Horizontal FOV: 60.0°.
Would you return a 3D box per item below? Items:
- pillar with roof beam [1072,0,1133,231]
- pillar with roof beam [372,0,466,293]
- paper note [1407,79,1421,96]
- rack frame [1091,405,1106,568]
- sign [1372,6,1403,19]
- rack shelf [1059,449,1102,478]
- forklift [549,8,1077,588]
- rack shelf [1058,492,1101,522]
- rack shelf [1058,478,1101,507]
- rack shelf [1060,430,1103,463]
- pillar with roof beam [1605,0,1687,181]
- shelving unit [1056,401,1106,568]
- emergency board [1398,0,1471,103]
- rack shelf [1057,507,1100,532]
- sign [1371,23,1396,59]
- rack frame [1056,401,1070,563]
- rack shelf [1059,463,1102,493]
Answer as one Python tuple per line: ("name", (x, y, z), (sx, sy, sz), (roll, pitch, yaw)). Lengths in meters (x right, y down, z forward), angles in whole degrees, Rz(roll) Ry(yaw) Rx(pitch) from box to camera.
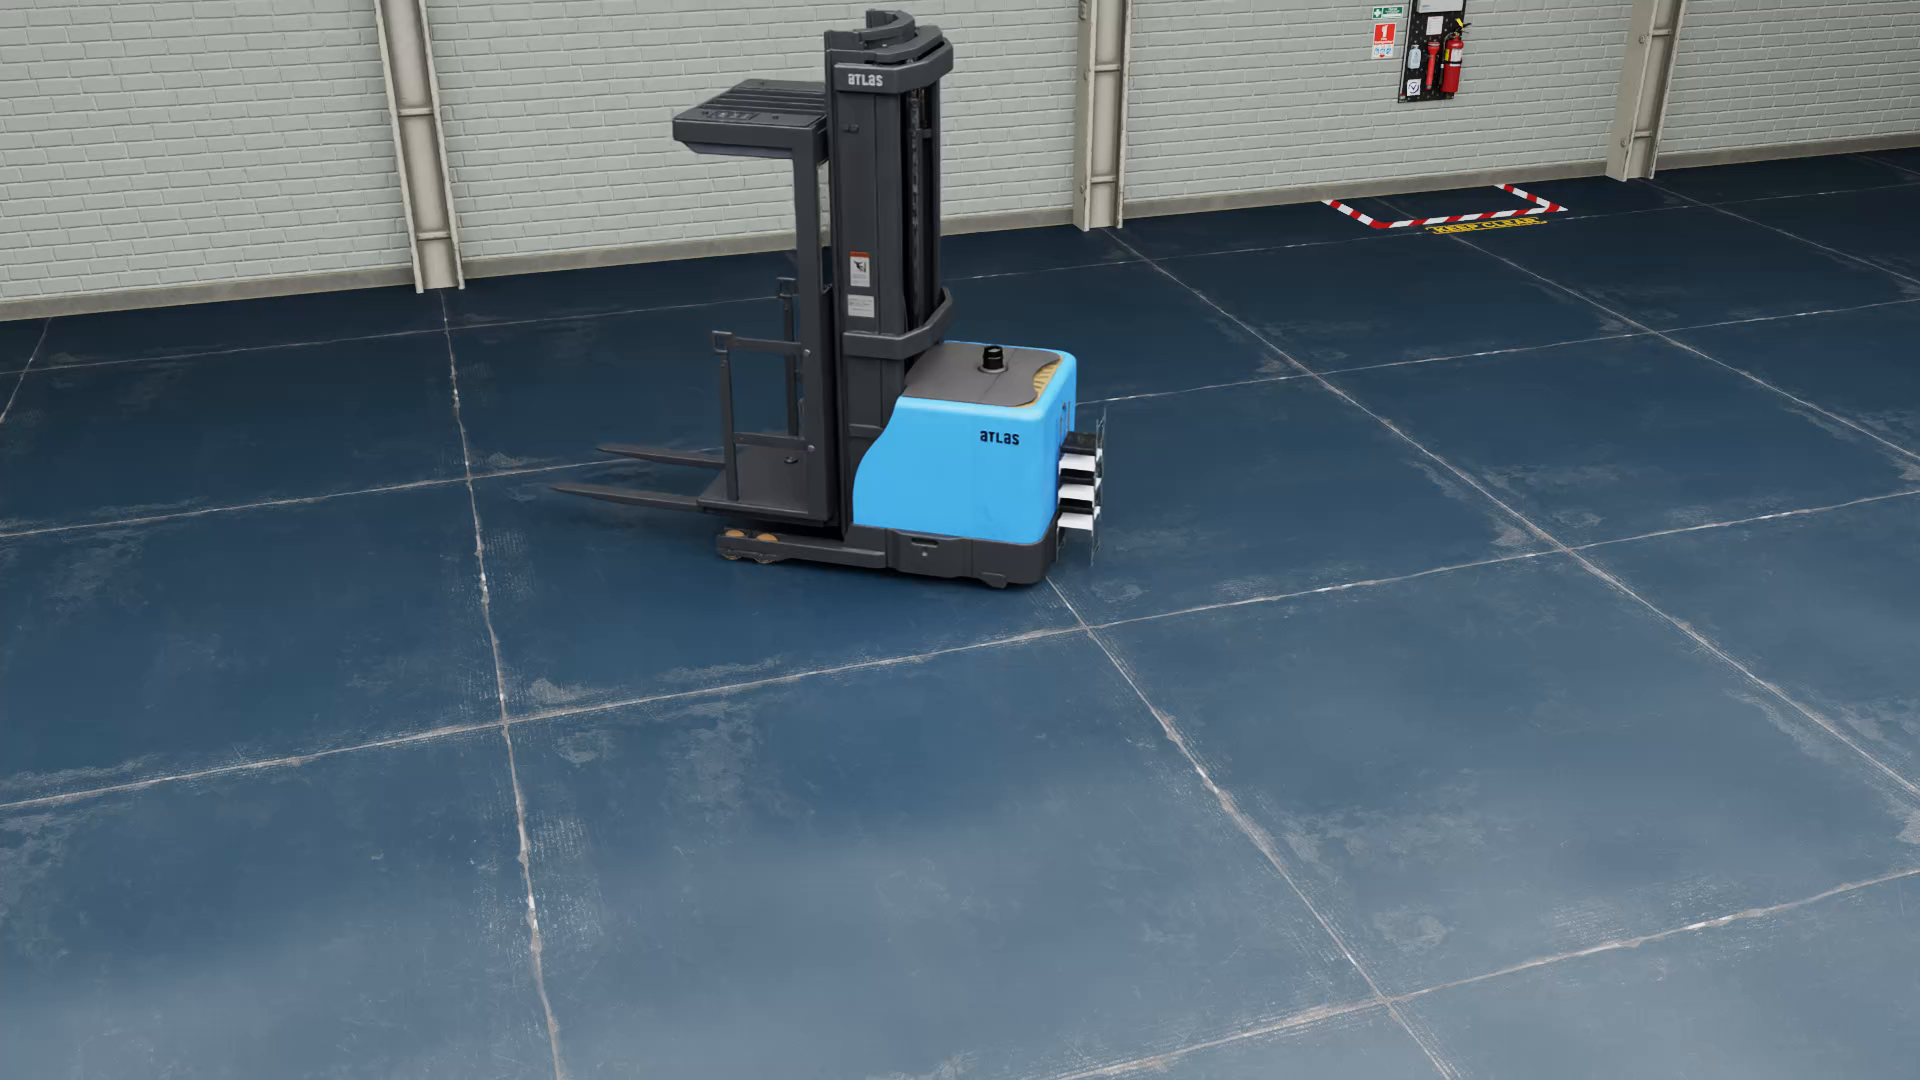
("pillar with roof beam", (2.632, -5.195, 10.094), (0.400, 9.000, 9.100), (-8, 28, -16))
("pillar with roof beam", (-3.073, -4.369, 8.430), (0.400, 9.000, 9.100), (-8, 28, -16))
("paper note", (4.453, -4.440, 16.311), (0.142, 0.148, 0.016), (-8, 28, -16))
("rack frame", (0.777, -0.298, 9.338), (0.006, 0.900, 0.240), (7, 27, 13))
("sign", (4.092, -5.048, 15.908), (0.331, 0.109, 0.001), (-8, 28, -16))
("rack shelf", (0.679, -0.441, 9.297), (0.200, 0.077, 0.258), (7, 27, 13))
("forklift", (-0.896, -1.396, 9.266), (3.031, 2.935, 1.130), (7, 27, 13))
("rack shelf", (0.679, -0.199, 9.417), (0.200, 0.077, 0.258), (7, 27, 13))
("rack shelf", (0.679, -0.280, 9.377), (0.200, 0.077, 0.258), (7, 27, 13))
("rack shelf", (0.679, -0.522, 9.257), (0.200, 0.077, 0.258), (7, 27, 13))
("pillar with roof beam", (8.338, -6.021, 11.758), (0.400, 9.000, 9.100), (-8, 28, -16))
("shelving unit", (0.679, -0.310, 9.362), (0.210, 0.900, 0.258), (7, 27, 13))
("emergency board", (4.643, -4.830, 16.106), (0.643, 1.169, 0.194), (-8, 28, -16))
("rack shelf", (0.679, -0.119, 9.457), (0.200, 0.077, 0.258), (7, 27, 13))
("sign", (4.085, -4.813, 16.032), (0.234, 0.329, 0.001), (-8, 28, -16))
("rack frame", (0.580, -0.322, 9.386), (0.006, 0.900, 0.240), (7, 27, 13))
("rack shelf", (0.679, -0.361, 9.337), (0.200, 0.077, 0.258), (7, 27, 13))
